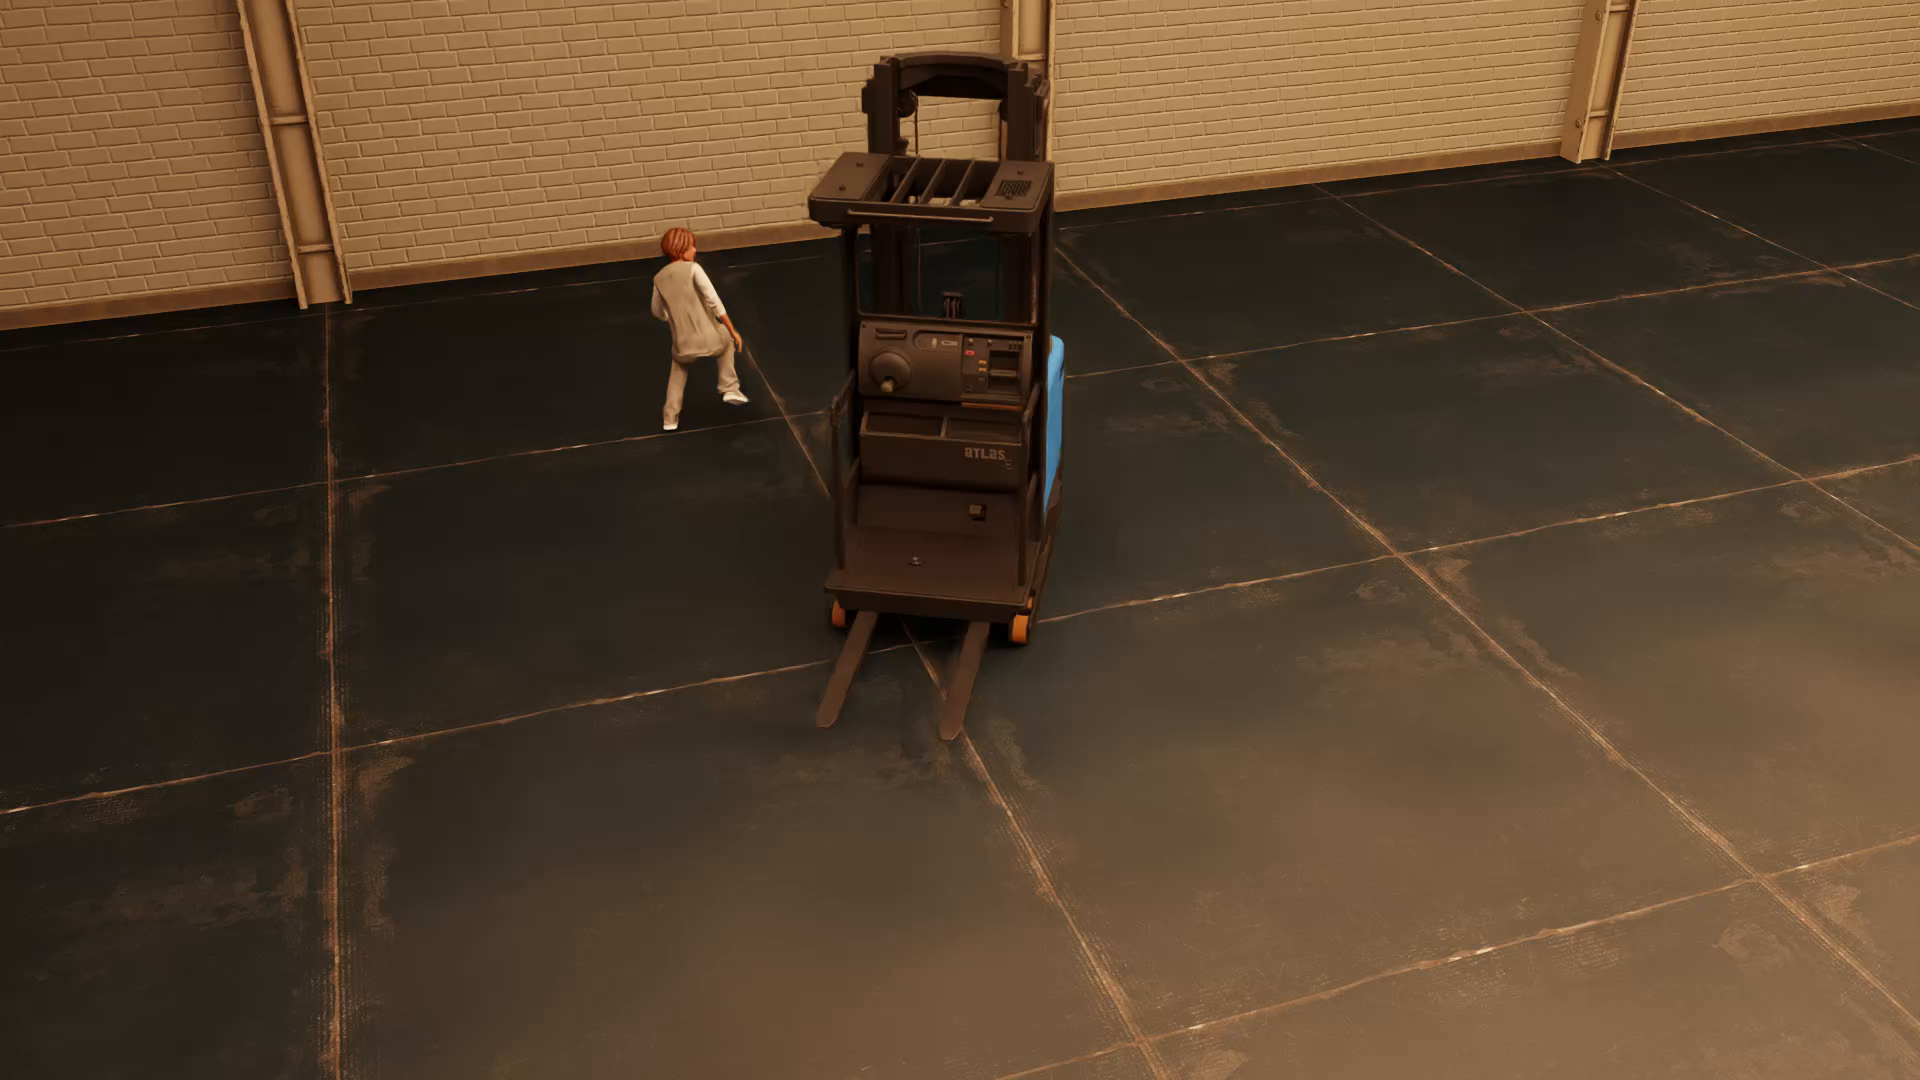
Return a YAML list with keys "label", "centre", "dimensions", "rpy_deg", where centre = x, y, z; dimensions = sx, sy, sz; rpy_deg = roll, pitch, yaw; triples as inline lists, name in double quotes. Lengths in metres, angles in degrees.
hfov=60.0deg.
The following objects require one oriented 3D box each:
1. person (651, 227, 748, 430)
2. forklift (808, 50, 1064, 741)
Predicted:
- label: "person"
  centre: [-1.739, -1.408, 11.135]
  dimensions: [0.661, 1.383, 0.620]
  rpy_deg: [3, 30, 5]
- label: "forklift"
  centre: [-0.113, -0.896, 8.644]
  dimensions: [1.130, 2.935, 3.031]
  rpy_deg: [5, 30, 8]
